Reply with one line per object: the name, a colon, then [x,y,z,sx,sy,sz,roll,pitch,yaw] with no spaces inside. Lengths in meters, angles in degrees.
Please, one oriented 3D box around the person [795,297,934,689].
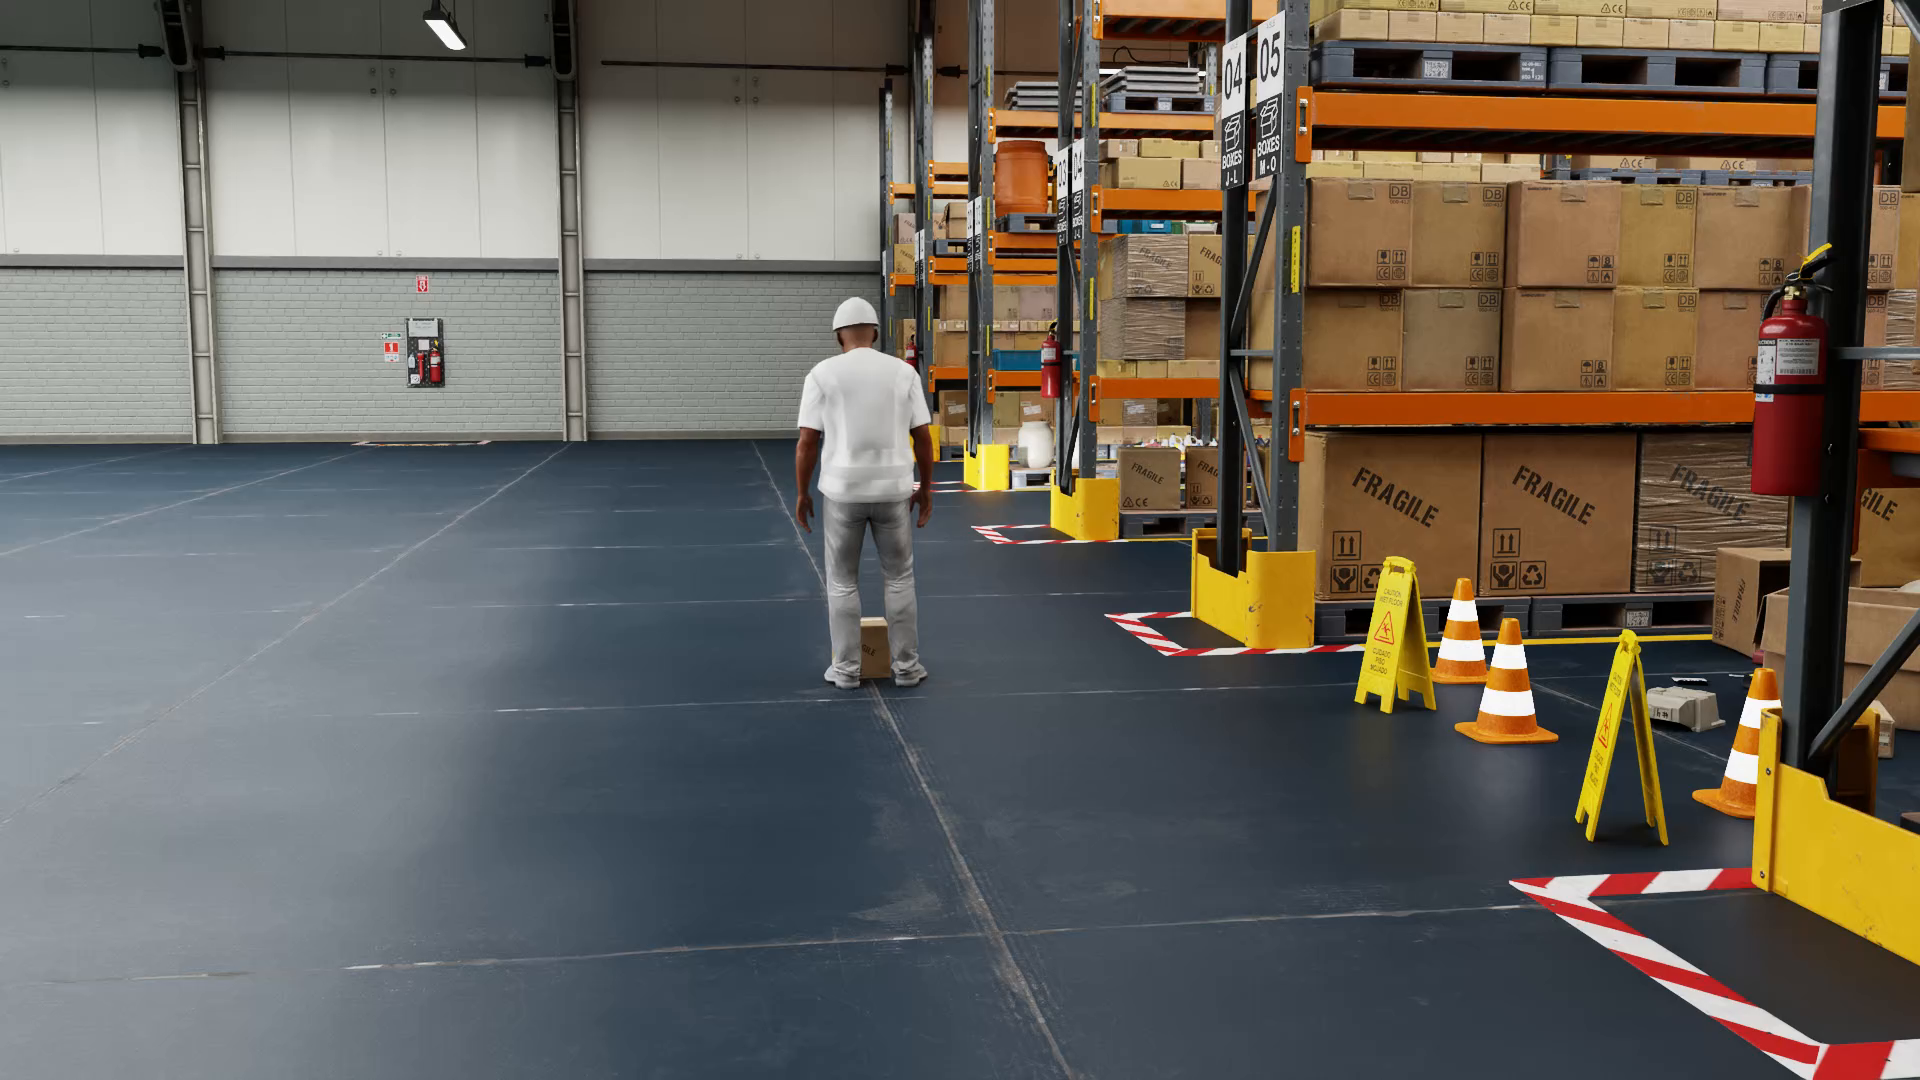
person: [-0.433,-0.215,7.537,0.634,1.759,0.460,-1,7,-12]
